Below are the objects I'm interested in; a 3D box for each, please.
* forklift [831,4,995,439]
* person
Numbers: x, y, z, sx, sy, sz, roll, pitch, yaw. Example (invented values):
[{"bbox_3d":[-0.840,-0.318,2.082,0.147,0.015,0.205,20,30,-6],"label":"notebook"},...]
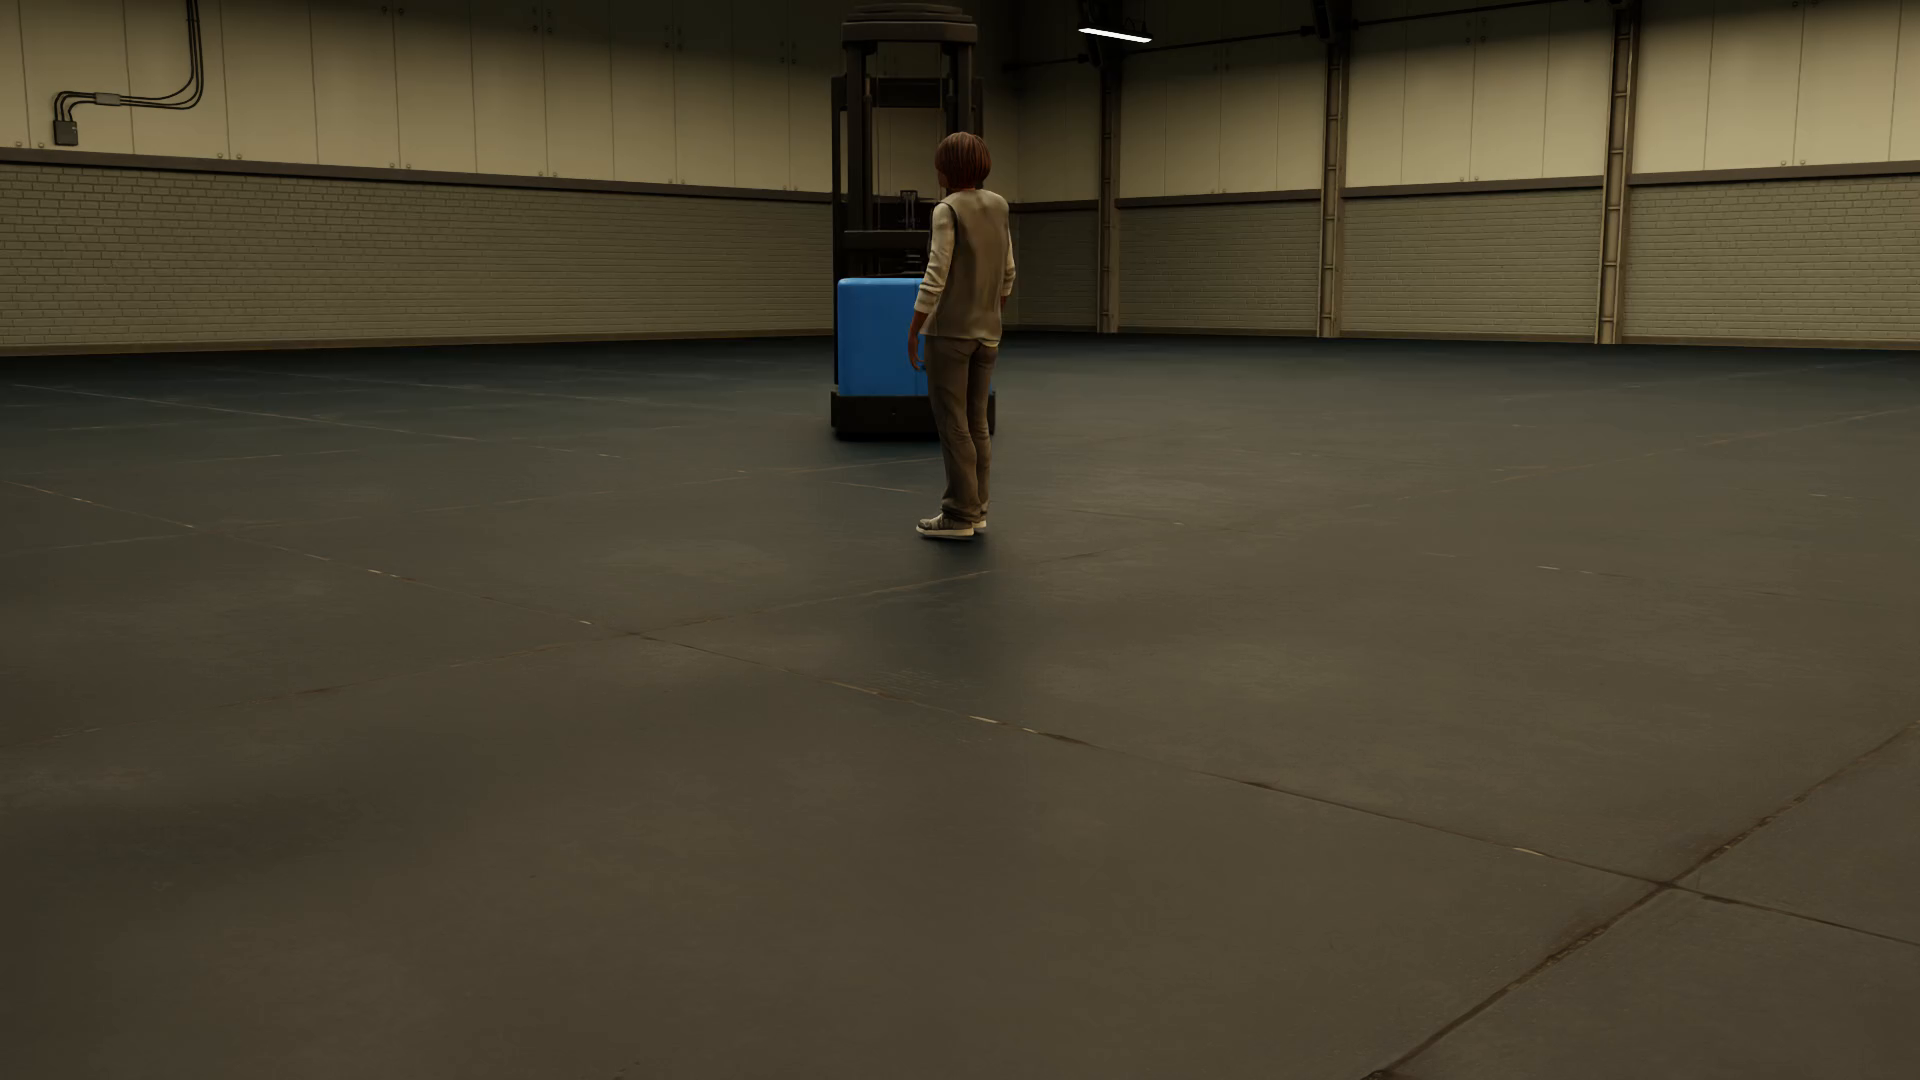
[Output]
[{"bbox_3d":[-0.394,-2.313,12.236,1.130,2.935,3.031,-1,9,-4],"label":"forklift"},{"bbox_3d":[-0.043,-0.806,6.658,0.475,1.597,0.520,8,12,43],"label":"person"}]
